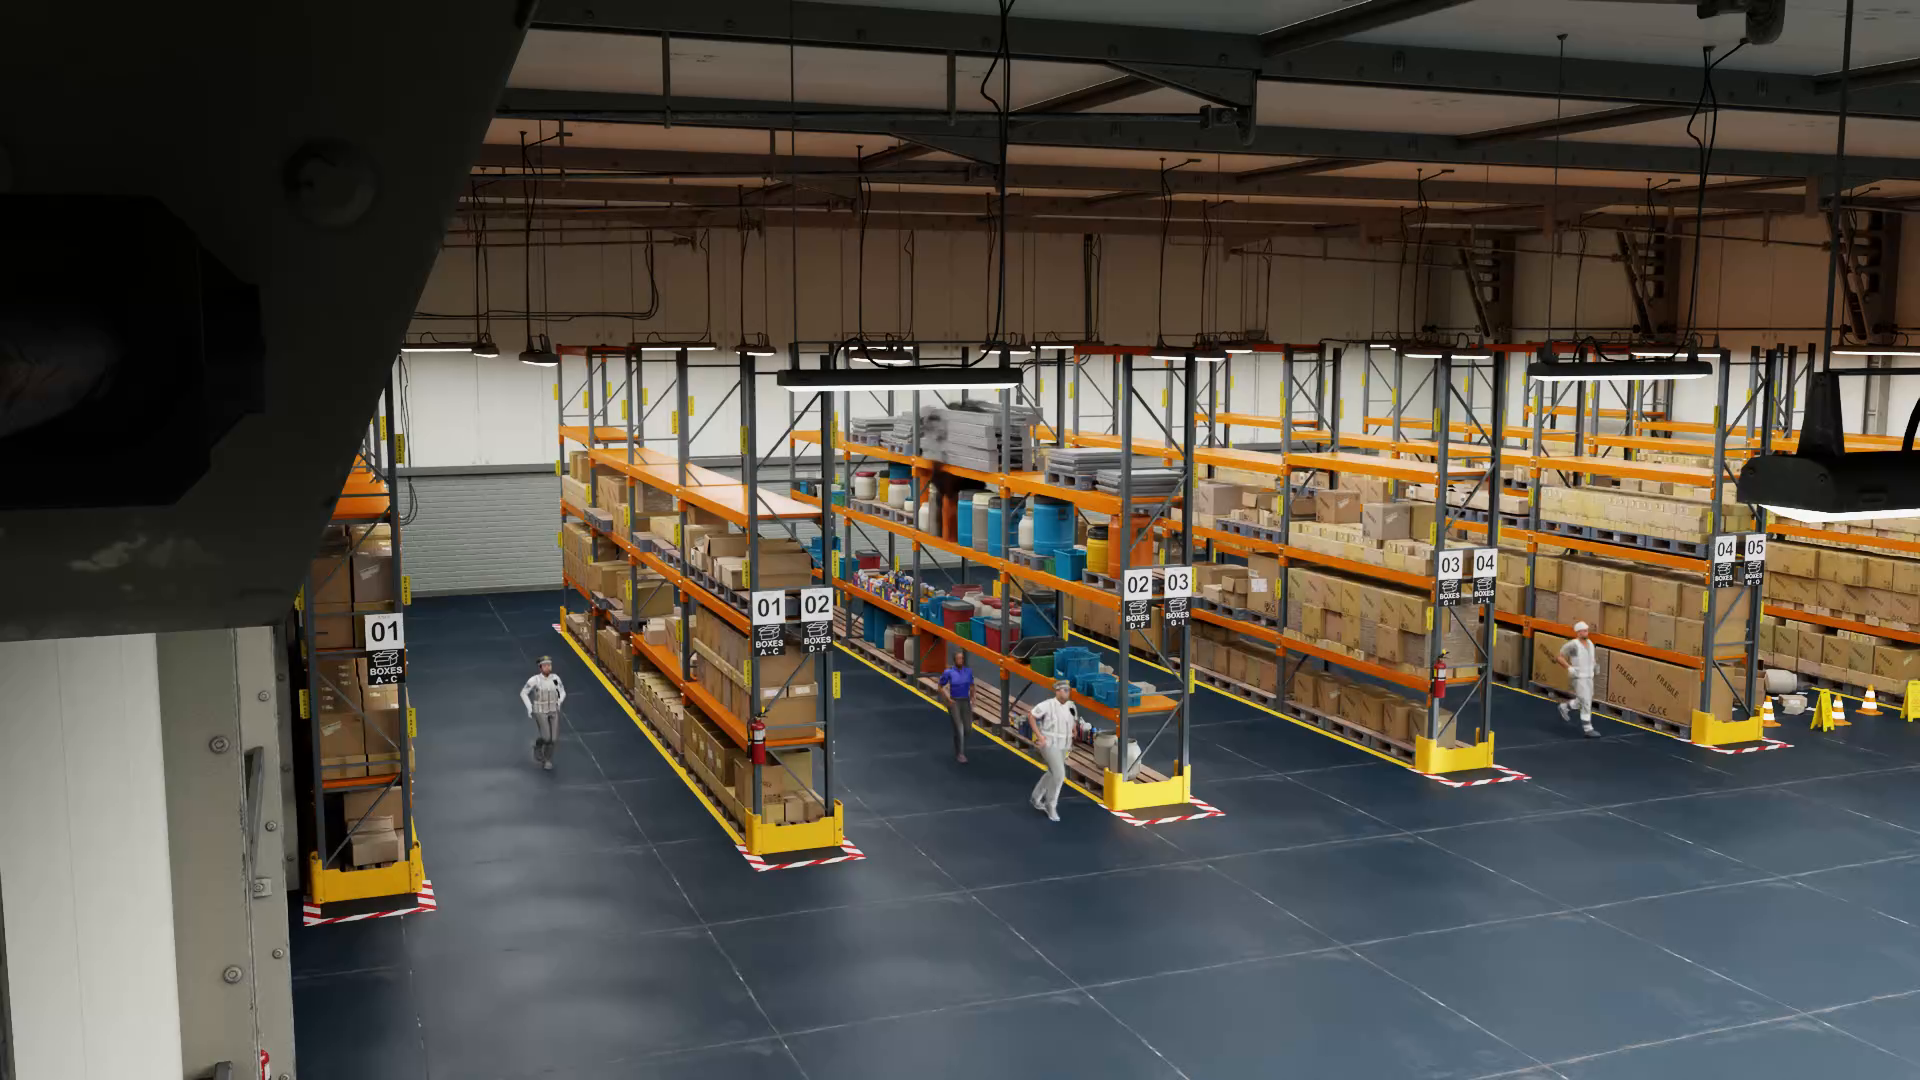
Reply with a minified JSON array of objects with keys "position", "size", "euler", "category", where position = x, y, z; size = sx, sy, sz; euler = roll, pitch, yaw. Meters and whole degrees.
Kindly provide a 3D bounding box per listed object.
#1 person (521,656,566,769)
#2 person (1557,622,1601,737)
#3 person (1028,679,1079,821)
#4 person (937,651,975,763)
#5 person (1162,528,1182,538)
[{"position":[-5.940,2.481,23.921],"size":[0.615,1.658,0.541],"euler":[-5,9,-34],"category":"person"},{"position":[9.679,2.152,25.981],"size":[0.661,1.766,0.881],"euler":[-4,8,-29],"category":"person"},{"position":[1.264,2.723,21.791],"size":[0.707,1.822,0.664],"euler":[7,10,44],"category":"person"},{"position":[-0.047,2.429,24.469],"size":[0.587,1.626,0.601],"euler":[-3,8,-22],"category":"person"},{"position":[5.218,0.241,41.356],"size":[0.729,1.677,0.675],"euler":[-5,9,-32],"category":"person"}]
